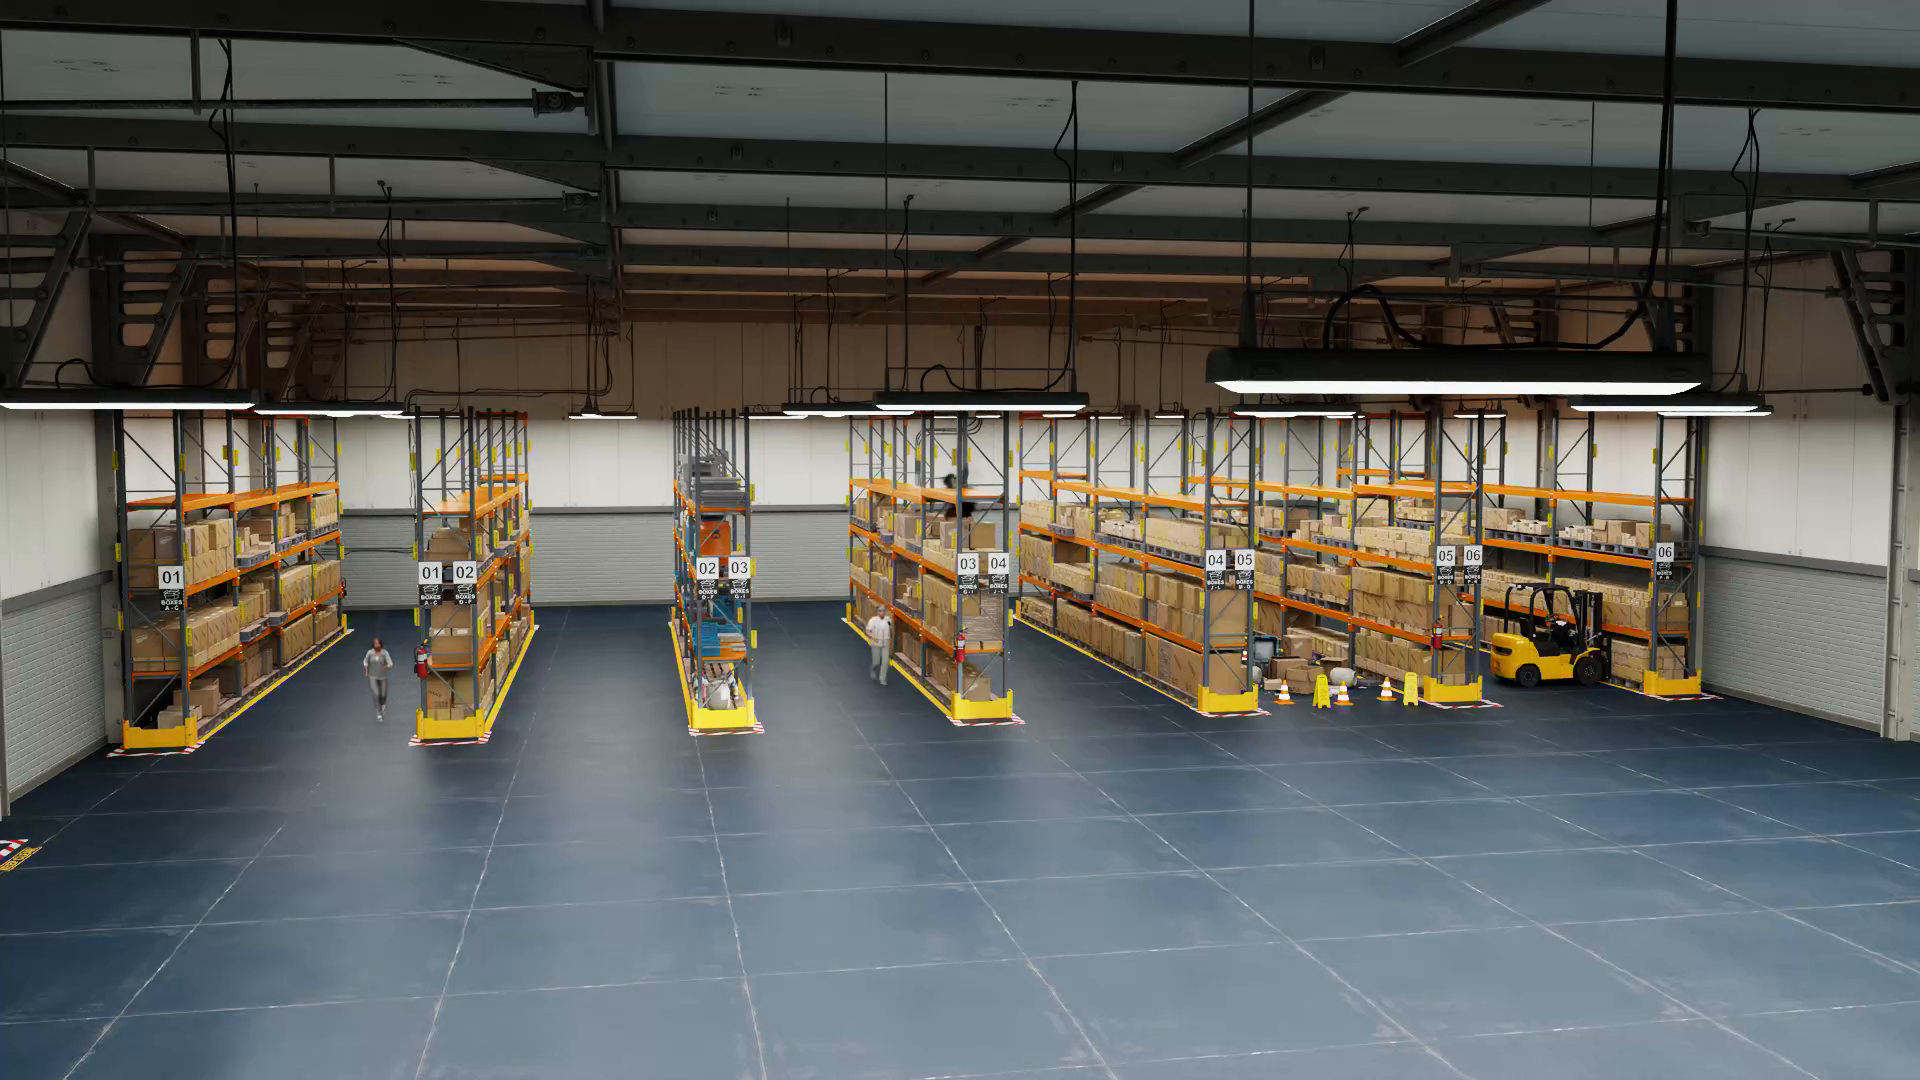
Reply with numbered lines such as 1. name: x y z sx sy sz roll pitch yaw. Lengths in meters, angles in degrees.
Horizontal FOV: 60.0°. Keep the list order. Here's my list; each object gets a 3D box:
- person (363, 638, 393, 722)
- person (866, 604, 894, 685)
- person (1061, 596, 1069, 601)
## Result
1. person: -11.157 2.653 31.897 0.538 1.575 0.804 -1 4 -18
2. person: -1.729 2.262 36.304 0.660 1.755 0.772 -1 4 -19
3. person: 3.275 1.383 49.444 0.724 1.742 0.677 -3 5 -35
